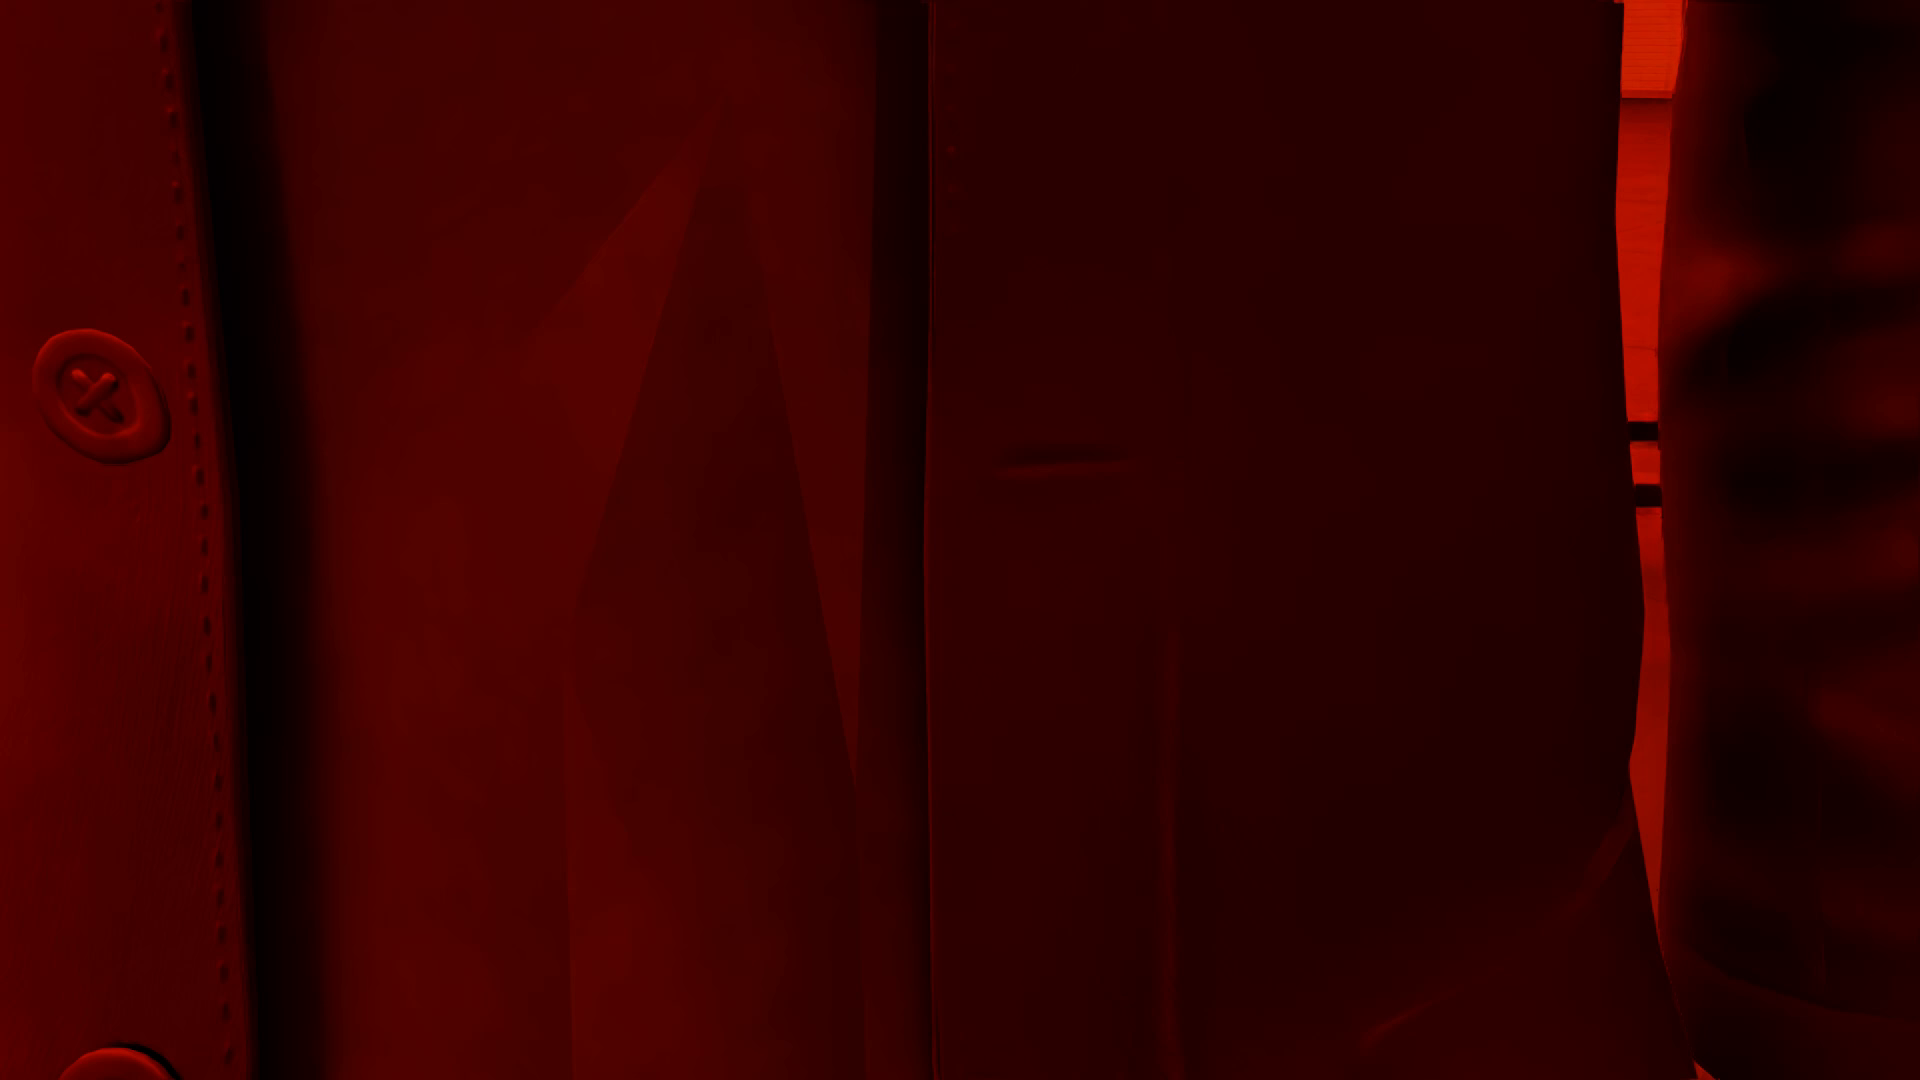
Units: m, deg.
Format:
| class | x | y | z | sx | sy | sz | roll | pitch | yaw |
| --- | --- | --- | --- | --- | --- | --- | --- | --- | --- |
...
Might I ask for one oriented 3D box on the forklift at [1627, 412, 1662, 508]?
| class | x | y | z | sx | sy | sz | roll | pitch | yaw |
| --- | --- | --- | --- | --- | --- | --- | --- | --- | --- |
| forklift | 0.646 | -1.380 | 3.553 | 3.031 | 2.867 | 1.129 | 1 | 17 | 2 |
